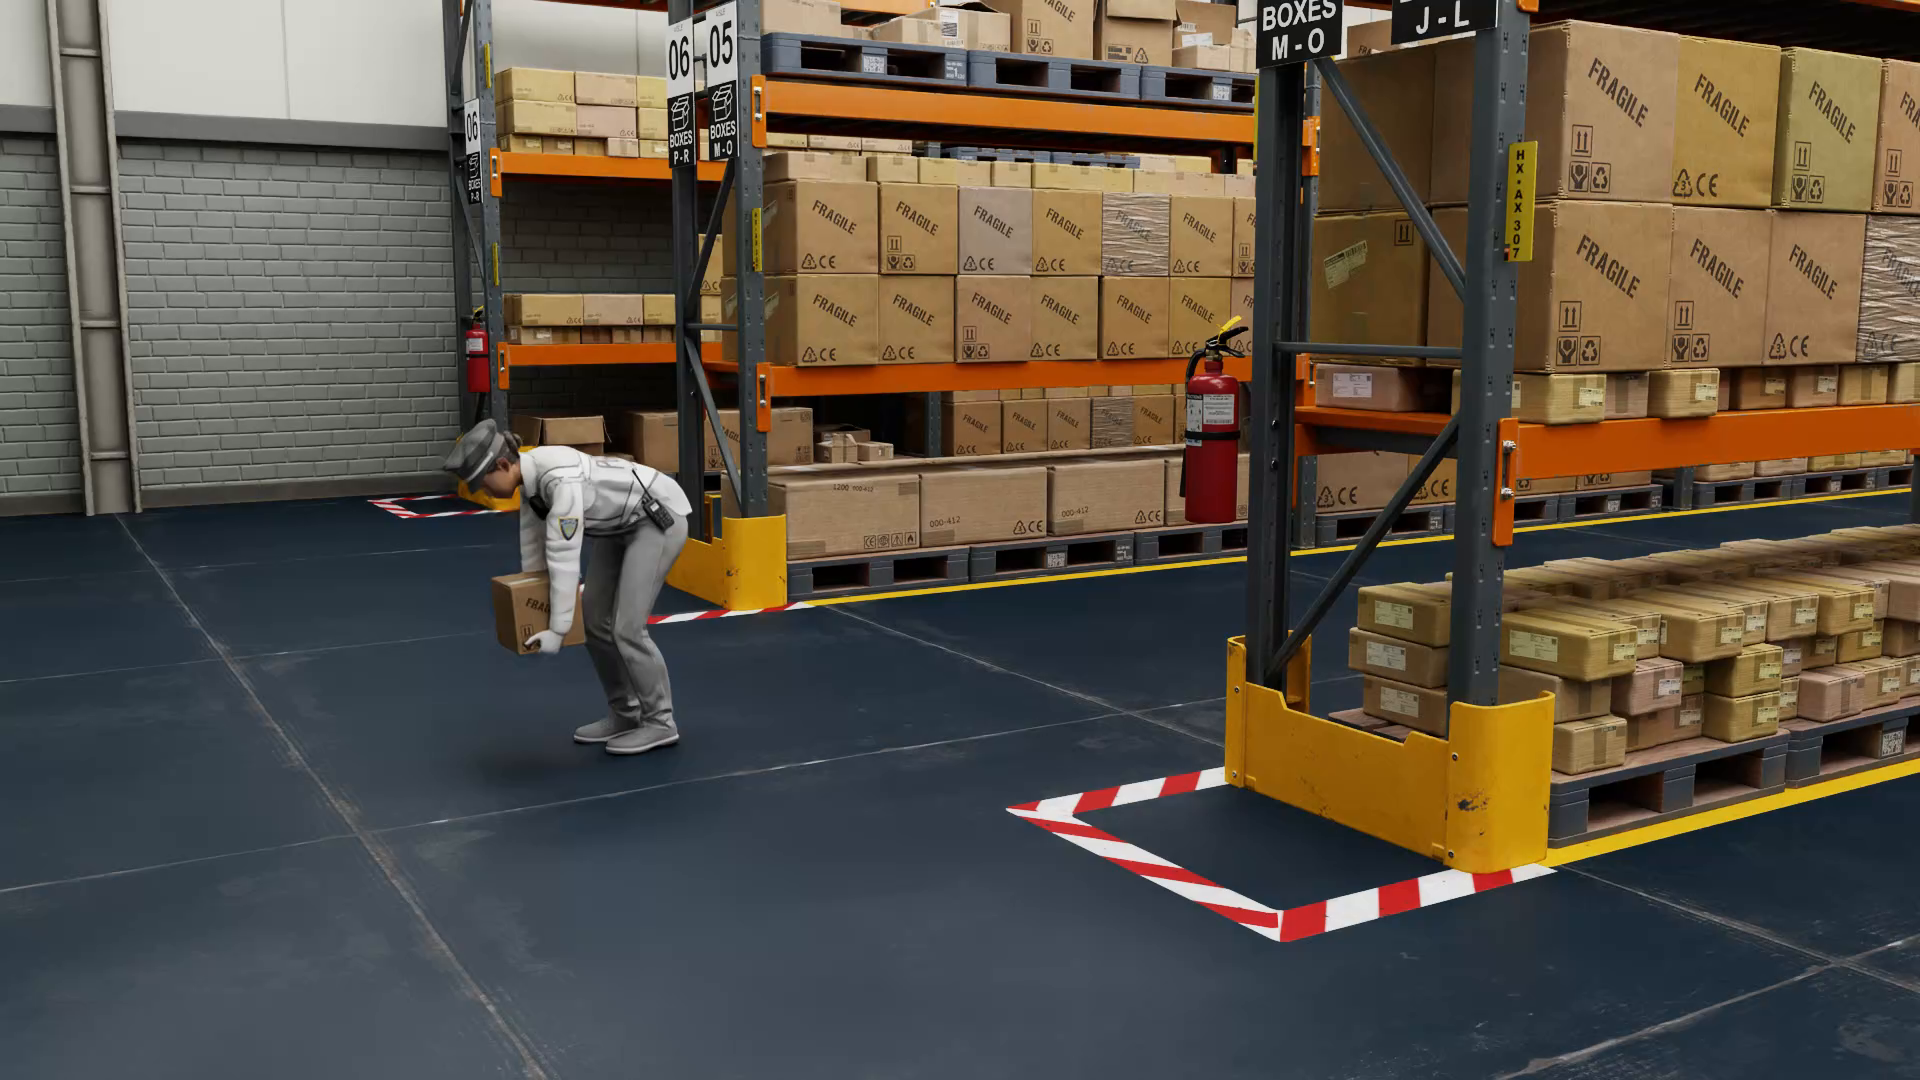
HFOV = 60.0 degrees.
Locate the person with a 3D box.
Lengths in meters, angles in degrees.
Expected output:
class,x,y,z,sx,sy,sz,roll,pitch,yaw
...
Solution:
class,x,y,z,sx,sy,sz,roll,pitch,yaw
person,-1.428,0.170,6.116,0.906,1.251,0.402,-5,10,-32
